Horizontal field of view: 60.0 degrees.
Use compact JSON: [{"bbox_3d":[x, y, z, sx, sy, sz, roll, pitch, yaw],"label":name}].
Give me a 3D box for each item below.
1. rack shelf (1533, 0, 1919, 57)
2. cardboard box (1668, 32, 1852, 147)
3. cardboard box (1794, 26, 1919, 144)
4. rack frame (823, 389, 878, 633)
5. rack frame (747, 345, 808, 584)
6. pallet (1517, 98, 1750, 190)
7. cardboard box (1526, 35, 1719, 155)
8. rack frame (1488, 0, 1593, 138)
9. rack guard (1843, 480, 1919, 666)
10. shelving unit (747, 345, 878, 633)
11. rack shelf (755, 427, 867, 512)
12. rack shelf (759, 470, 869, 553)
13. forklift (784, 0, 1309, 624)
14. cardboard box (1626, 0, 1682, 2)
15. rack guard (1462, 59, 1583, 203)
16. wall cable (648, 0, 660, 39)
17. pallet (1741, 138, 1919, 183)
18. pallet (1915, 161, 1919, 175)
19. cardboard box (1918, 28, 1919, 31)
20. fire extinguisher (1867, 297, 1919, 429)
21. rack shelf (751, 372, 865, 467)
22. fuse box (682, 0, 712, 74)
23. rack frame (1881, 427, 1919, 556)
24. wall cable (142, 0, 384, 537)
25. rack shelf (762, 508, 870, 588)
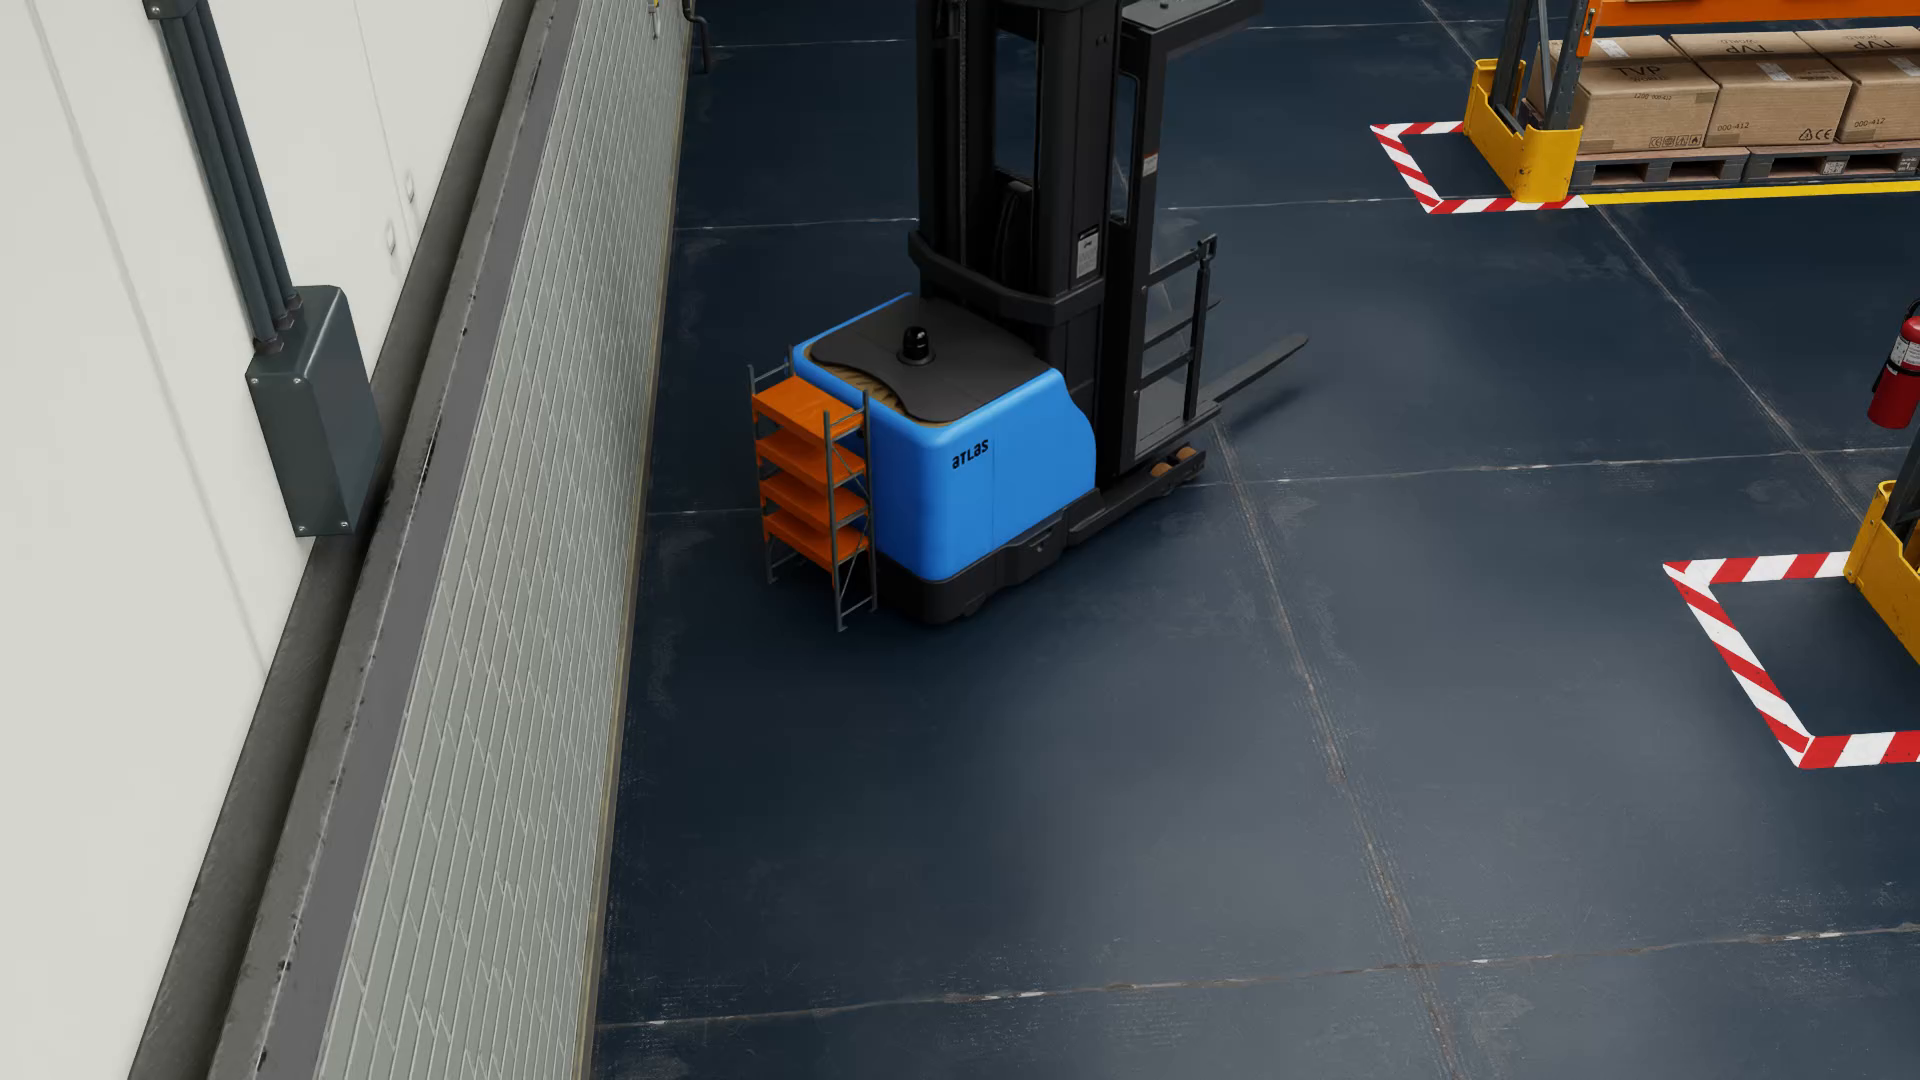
[{"bbox_3d":[5.775,-3.571,10.757,4.000,0.370,1.077,-3,38,-4],"label":"rack shelf"},{"bbox_3d":[5.342,-3.056,11.253,0.875,0.438,0.875,-2,38,-3],"label":"cardboard box"},{"bbox_3d":[6.240,-3.104,11.314,0.875,0.438,0.875,-4,38,-5],"label":"cardboard box"},{"bbox_3d":[-0.470,-0.105,7.236,0.015,1.200,0.240,32,48,34],"label":"rack frame"},{"bbox_3d":[-0.815,-0.318,7.507,0.015,1.200,0.240,32,48,34],"label":"rack frame"},{"bbox_3d":[4.572,-2.741,11.376,1.213,0.211,1.003,-3,38,-4],"label":"pallet"},{"bbox_3d":[4.431,-3.001,11.183,0.875,0.438,0.875,-4,38,-6],"label":"cardboard box"},{"bbox_3d":[3.782,-3.744,10.395,0.127,3.000,1.000,-3,38,-4],"label":"rack frame"},{"bbox_3d":[4.397,0.282,7.311,0.348,0.500,1.175,-3,38,-4],"label":"rack guard"},{"bbox_3d":[-0.643,-0.212,7.372,0.503,1.200,0.258,32,48,34],"label":"shelving unit"},{"bbox_3d":[-0.643,-0.334,7.275,0.480,0.148,0.258,32,48,34],"label":"rack shelf"},{"bbox_3d":[-0.643,-0.159,7.413,0.480,0.148,0.258,32,48,34],"label":"rack shelf"},{"bbox_3d":[0.603,-1.578,7.705,3.031,2.935,1.130,-31,48,-33],"label":"forklift"},{"bbox_3d":[4.286,-3.632,10.173,0.500,0.500,0.500,-3,38,-4],"label":"cardboard box"},{"bbox_3d":[3.759,-2.761,11.168,0.348,0.500,1.175,-3,38,-4],"label":"rack guard"},{"bbox_3d":[-1.832,-3.831,9.660,0.123,1.953,0.585,-3,38,-4],"label":"wall cable"},{"bbox_3d":[5.784,-2.806,11.458,1.213,0.211,1.003,-3,38,-4],"label":"pallet"},{"bbox_3d":[7.002,-2.875,11.545,1.213,0.211,1.003,-3,38,-4],"label":"pallet"},{"bbox_3d":[7.132,-3.154,11.377,0.875,0.438,0.875,-4,38,-5],"label":"cardboard box"},{"bbox_3d":[4.030,-0.789,7.014,0.183,0.674,0.296,-3,38,-4],"label":"fire extinguisher"},{"bbox_3d":[-0.643,-0.520,7.128,0.480,0.148,0.258,32,48,34],"label":"rack shelf"},{"bbox_3d":[-1.873,-4.218,12.037,0.414,1.711,0.539,-3,38,-4],"label":"fuse box"},{"bbox_3d":[4.322,-0.695,6.531,0.127,3.000,1.000,-3,38,-4],"label":"rack frame"},{"bbox_3d":[-1.277,-3.064,2.093,0.120,5.999,2.277,-3,38,-4],"label":"wall cable"},{"bbox_3d":[-0.643,-0.003,7.536,0.480,0.148,0.258,32,48,34],"label":"rack shelf"}]
